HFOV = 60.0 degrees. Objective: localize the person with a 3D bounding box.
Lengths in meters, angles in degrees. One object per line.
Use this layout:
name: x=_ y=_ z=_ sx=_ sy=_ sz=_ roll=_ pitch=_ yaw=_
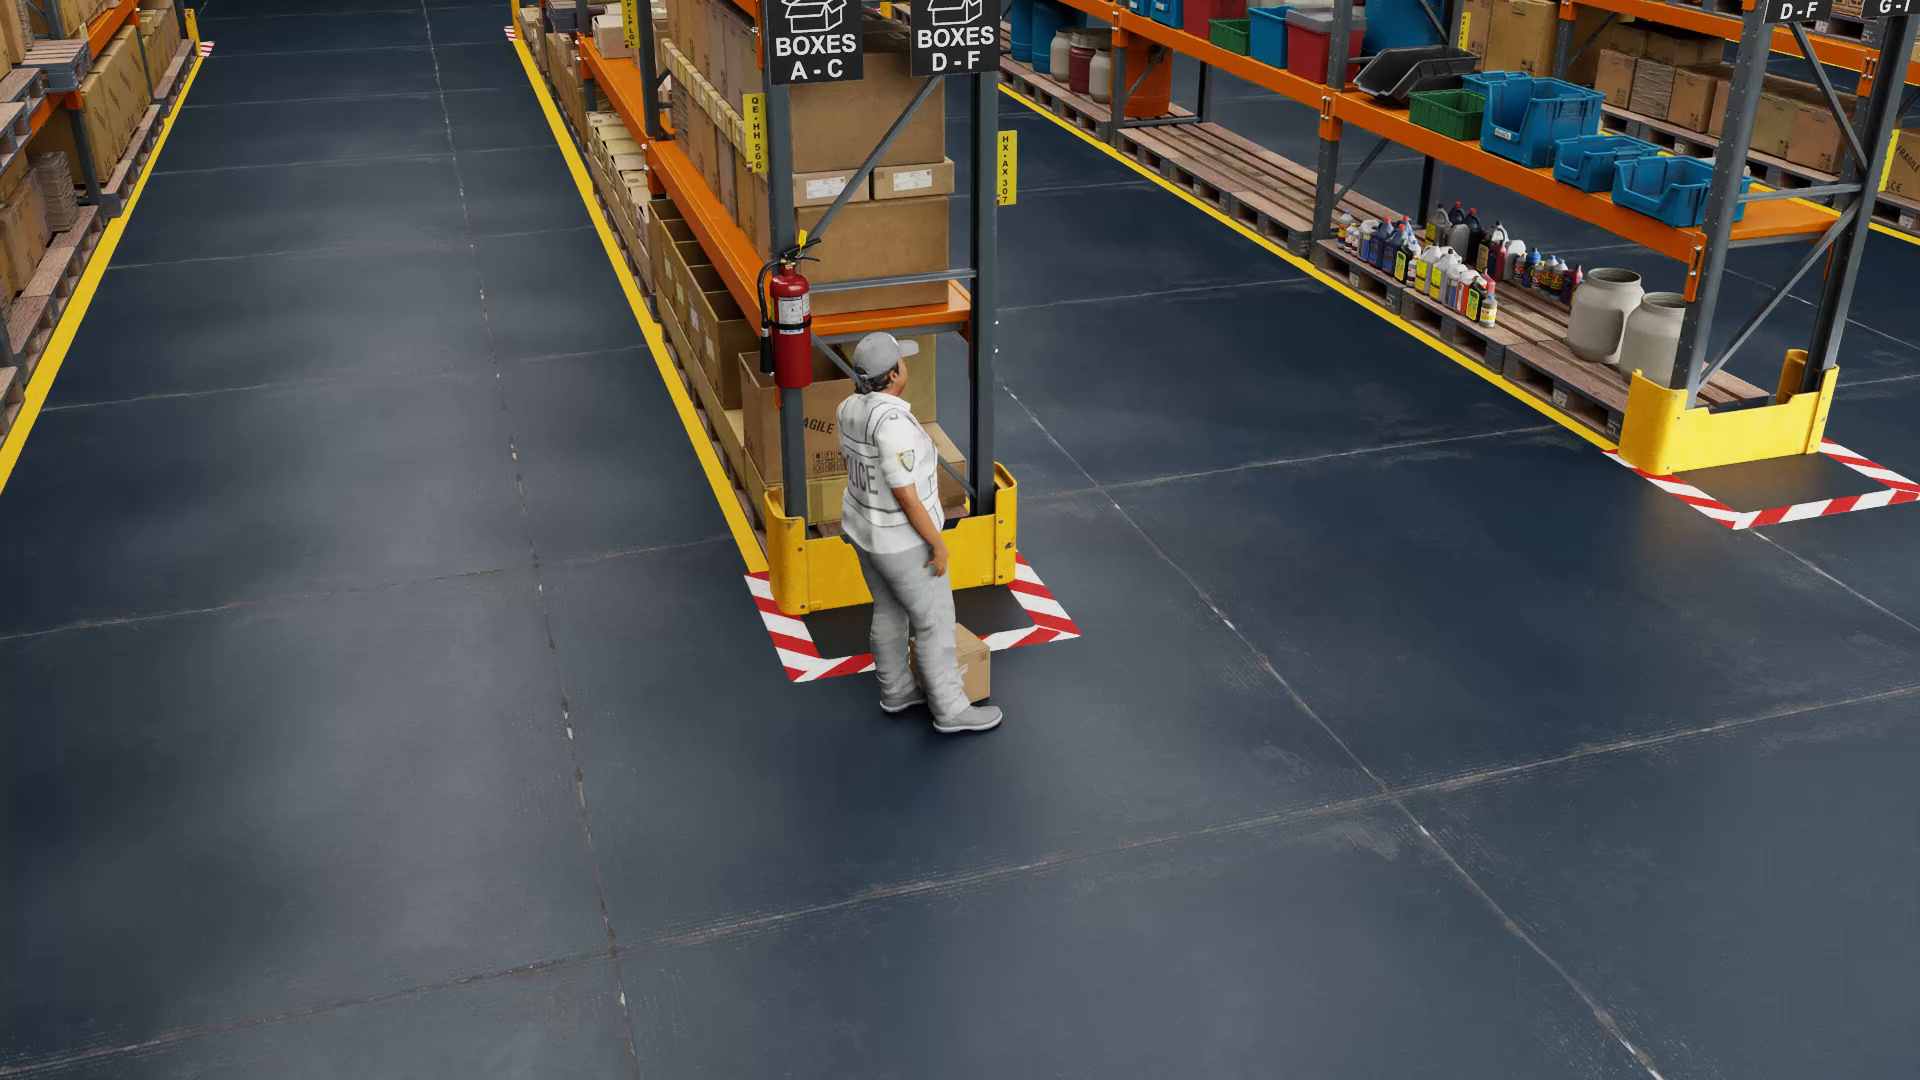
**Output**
person: x=-0.180 y=-0.035 z=6.660 sx=0.529 sy=1.670 sz=0.598 roll=-15 pitch=30 yaw=-28
